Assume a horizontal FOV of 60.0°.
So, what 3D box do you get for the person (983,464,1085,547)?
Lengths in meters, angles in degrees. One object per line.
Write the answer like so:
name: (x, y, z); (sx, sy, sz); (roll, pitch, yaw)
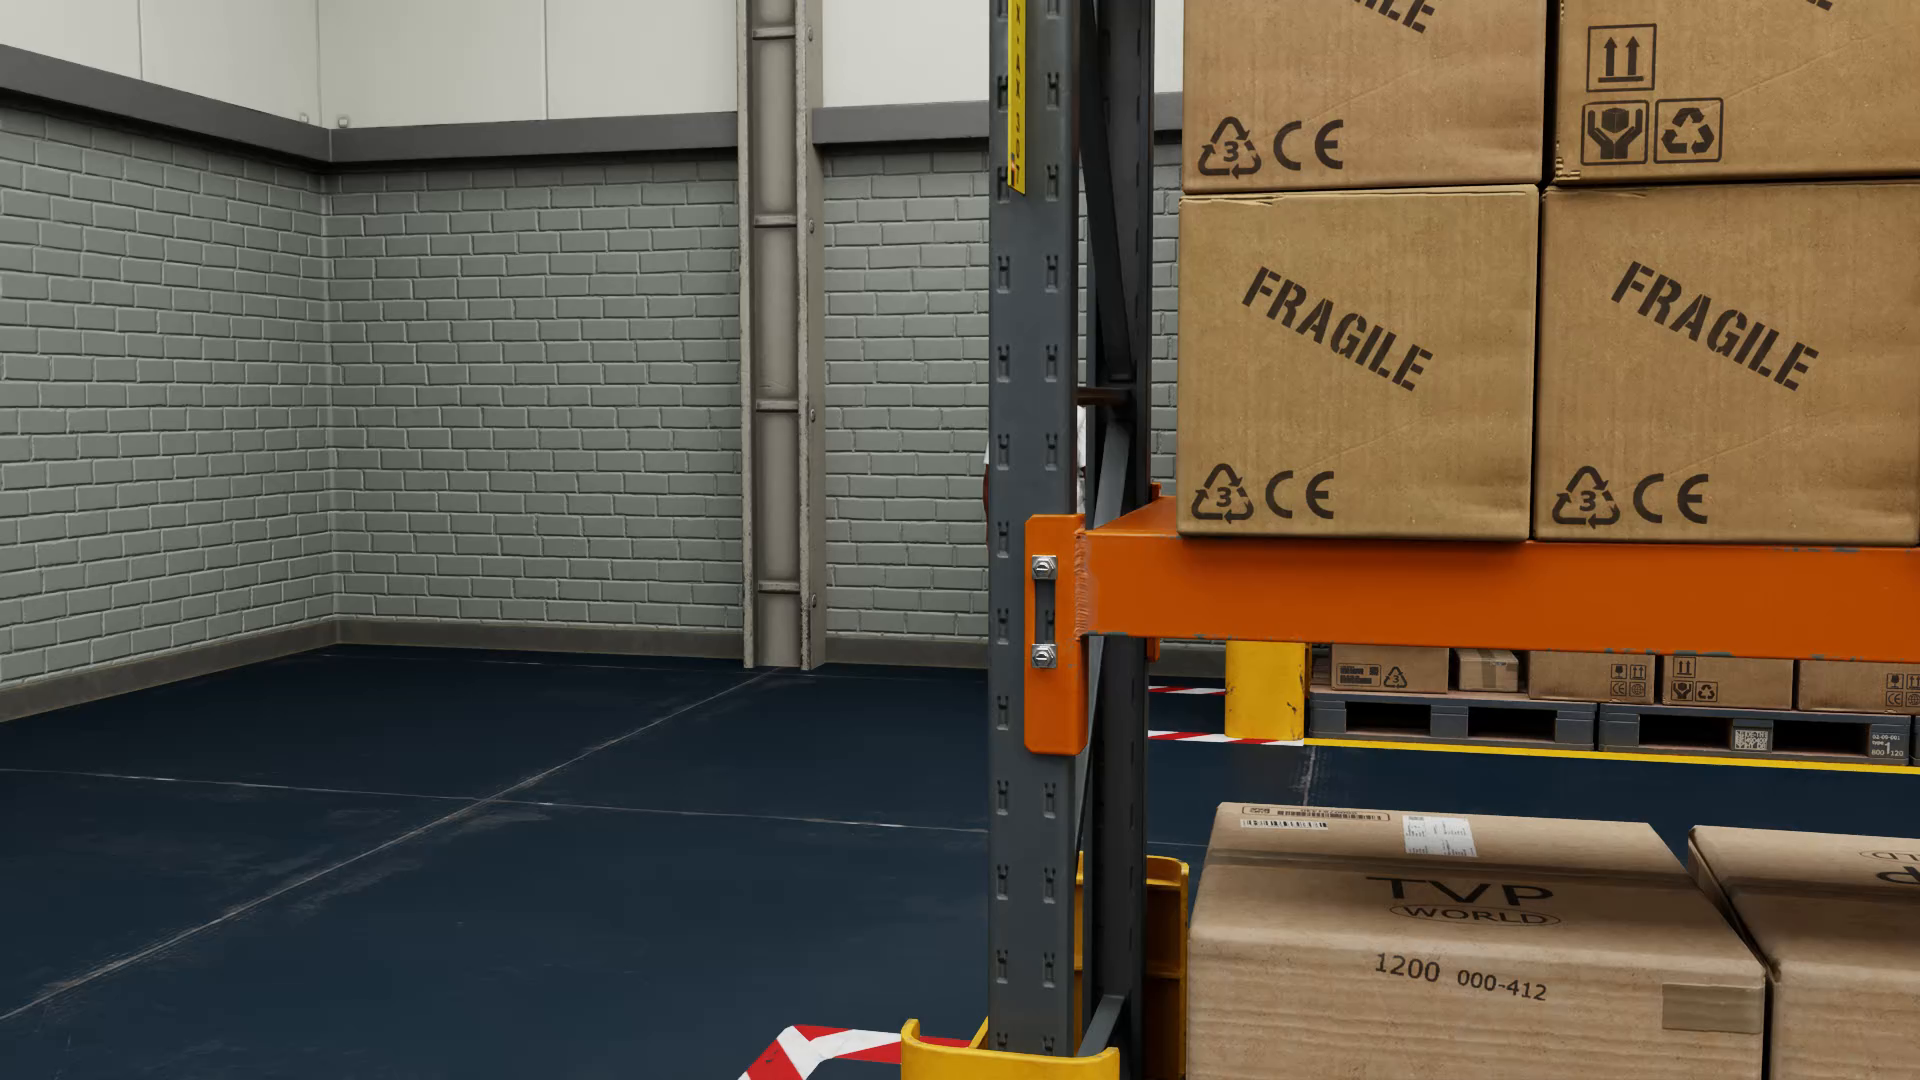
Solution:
person: (0.433, -0.089, 8.344); (0.637, 1.662, 0.356); (2, 5, 19)
